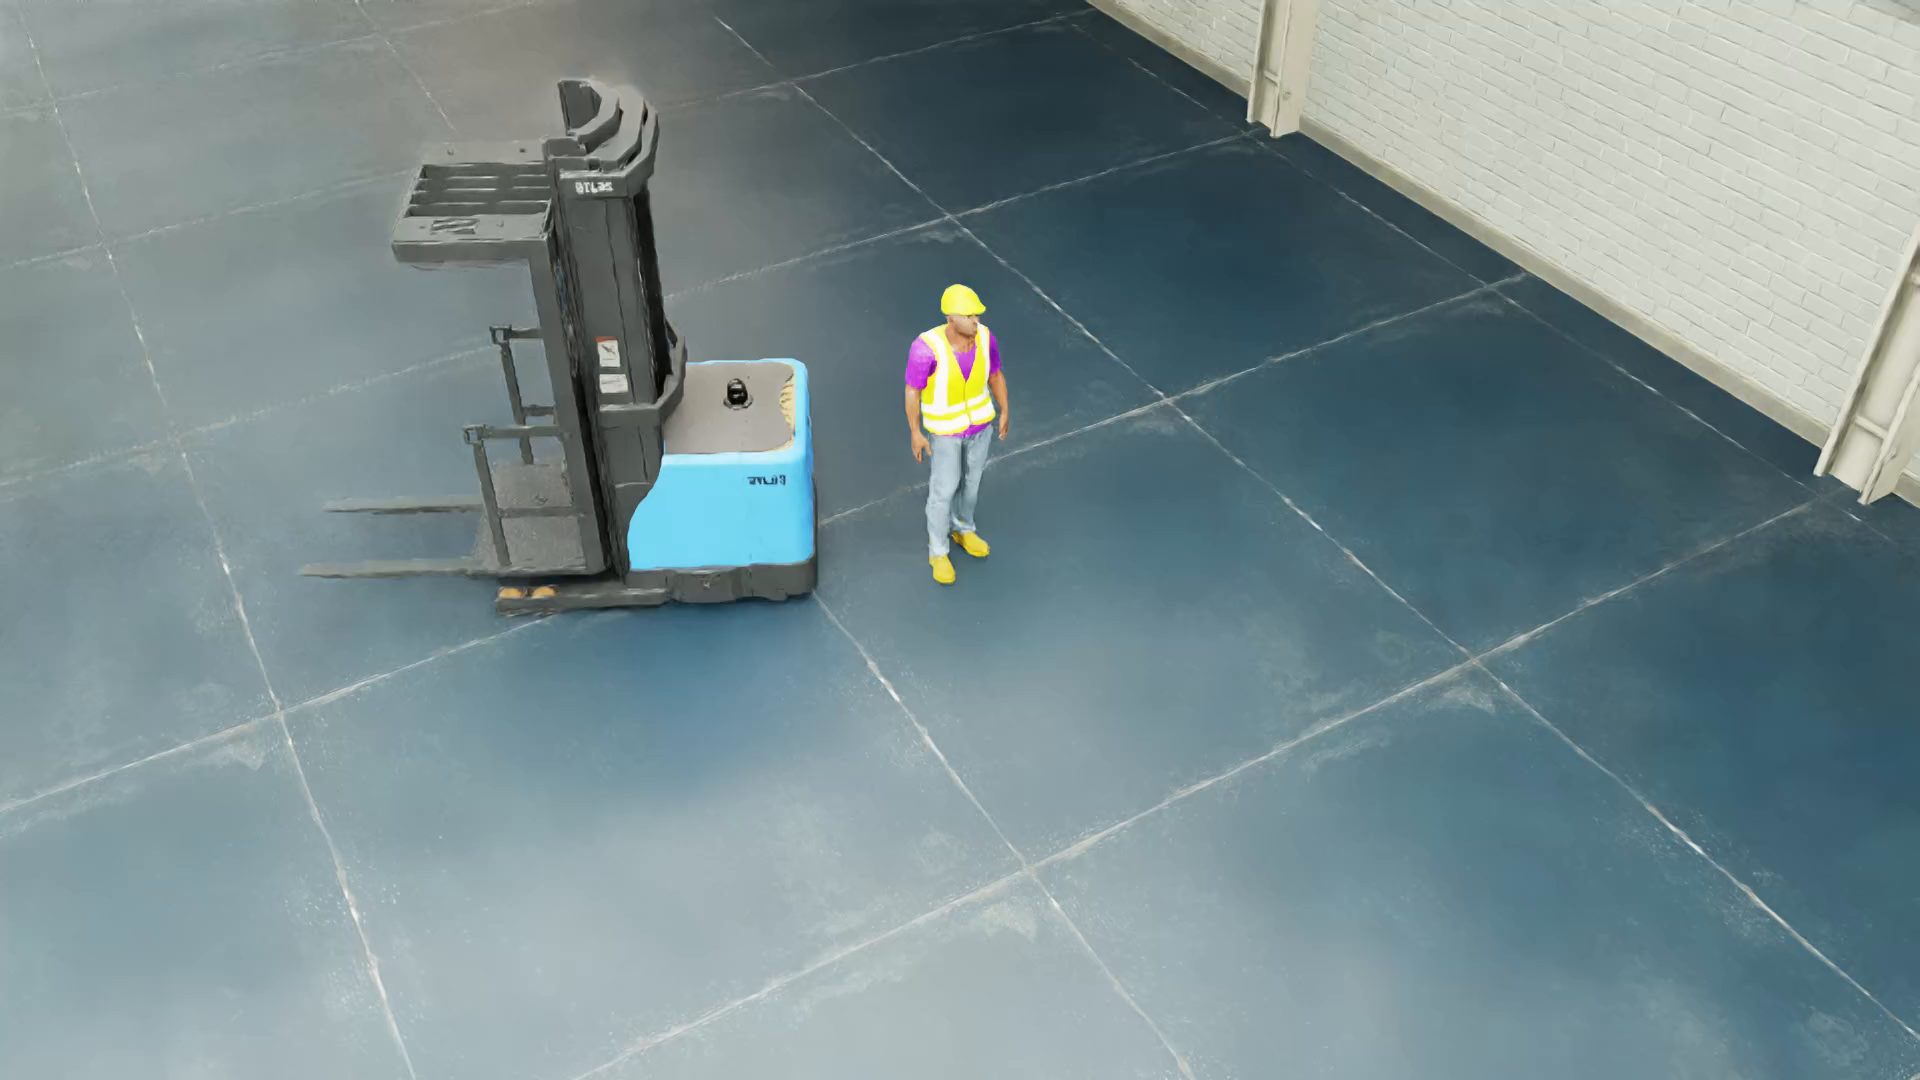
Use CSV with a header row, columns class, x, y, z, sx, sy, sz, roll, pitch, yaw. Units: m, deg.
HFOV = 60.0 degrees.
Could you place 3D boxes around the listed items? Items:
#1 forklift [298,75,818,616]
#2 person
class,x,y,z,sx,sy,sz,roll,pitch,yaw
forklift,-2.389,-1.031,9.279,3.031,2.935,1.130,-2,40,-3
person,0.030,-0.643,9.717,0.665,1.760,0.576,-20,44,-23
